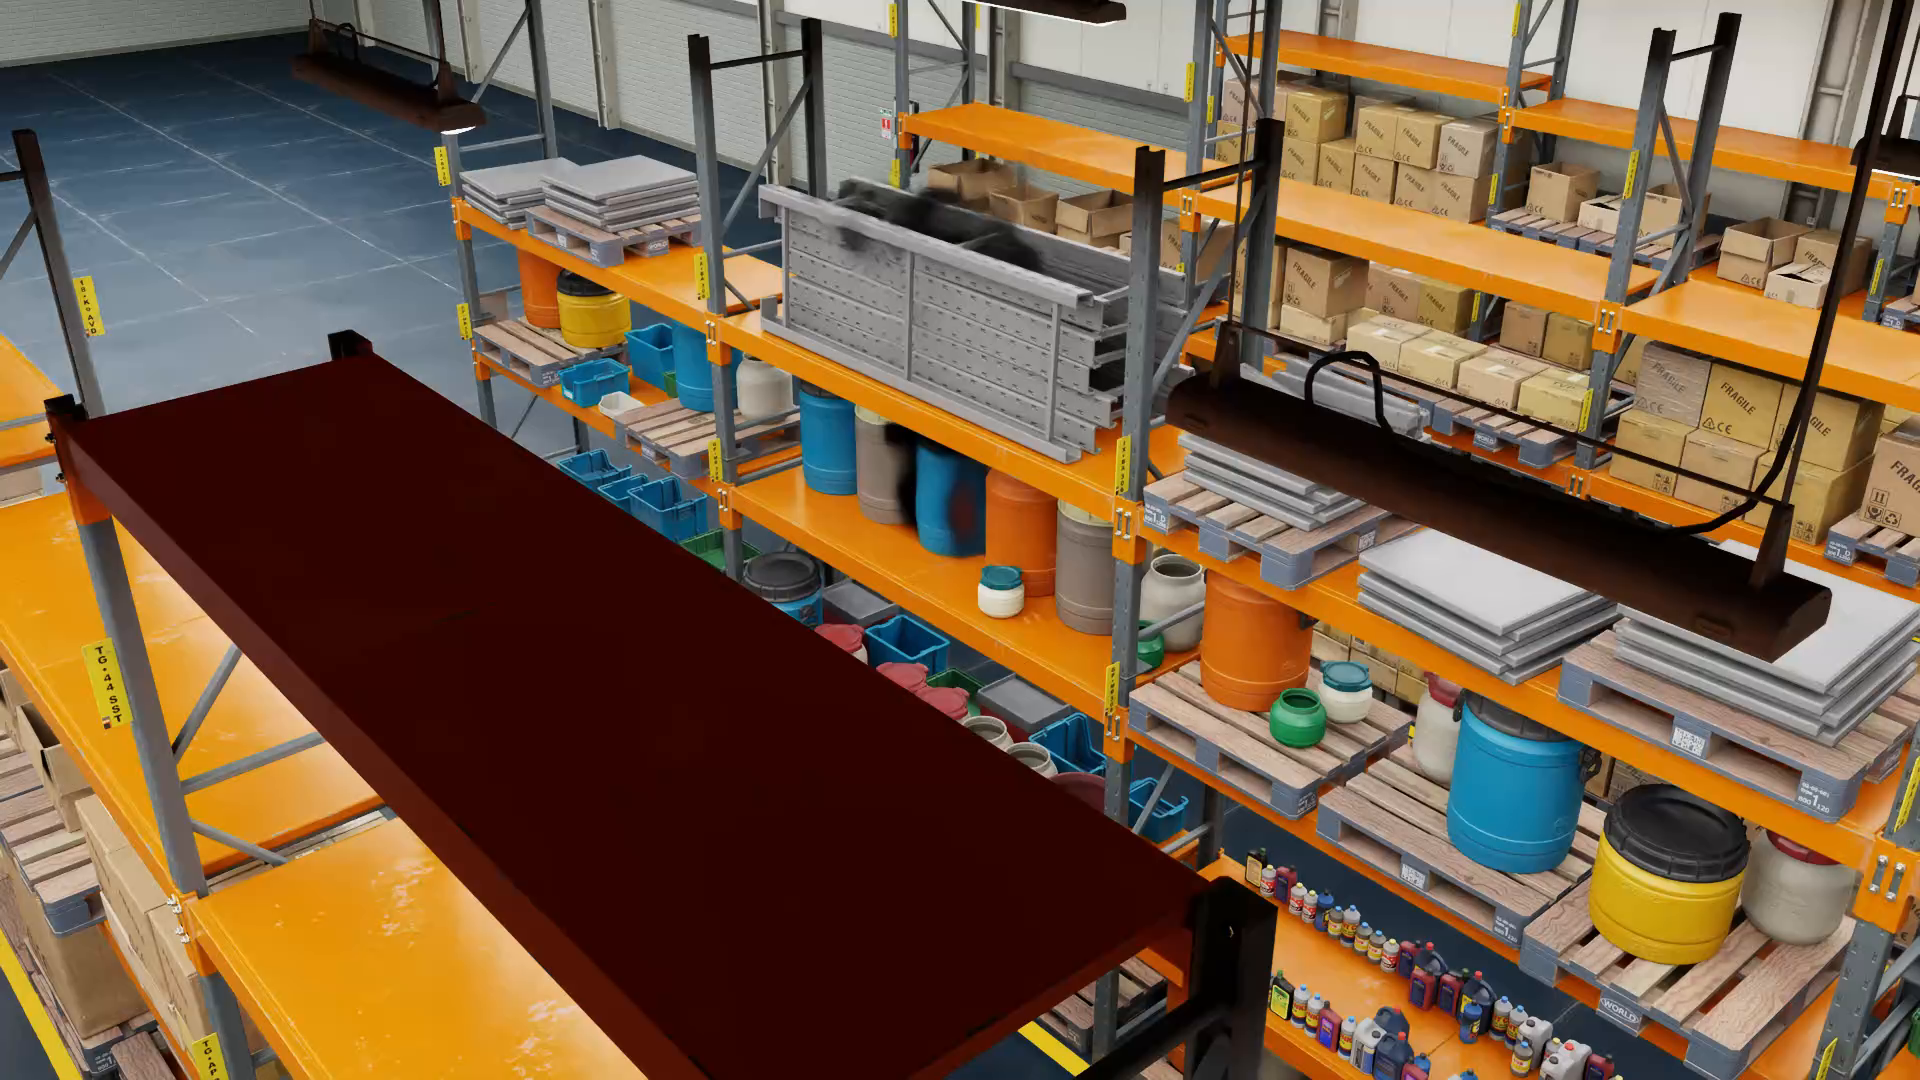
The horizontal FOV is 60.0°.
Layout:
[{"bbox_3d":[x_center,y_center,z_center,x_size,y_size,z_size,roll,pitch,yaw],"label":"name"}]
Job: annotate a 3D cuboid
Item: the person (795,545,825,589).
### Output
[{"bbox_3d":[-1.351,-0.147,15.335,0.711,1.736,0.525,-24,36,-39],"label":"person"}]
